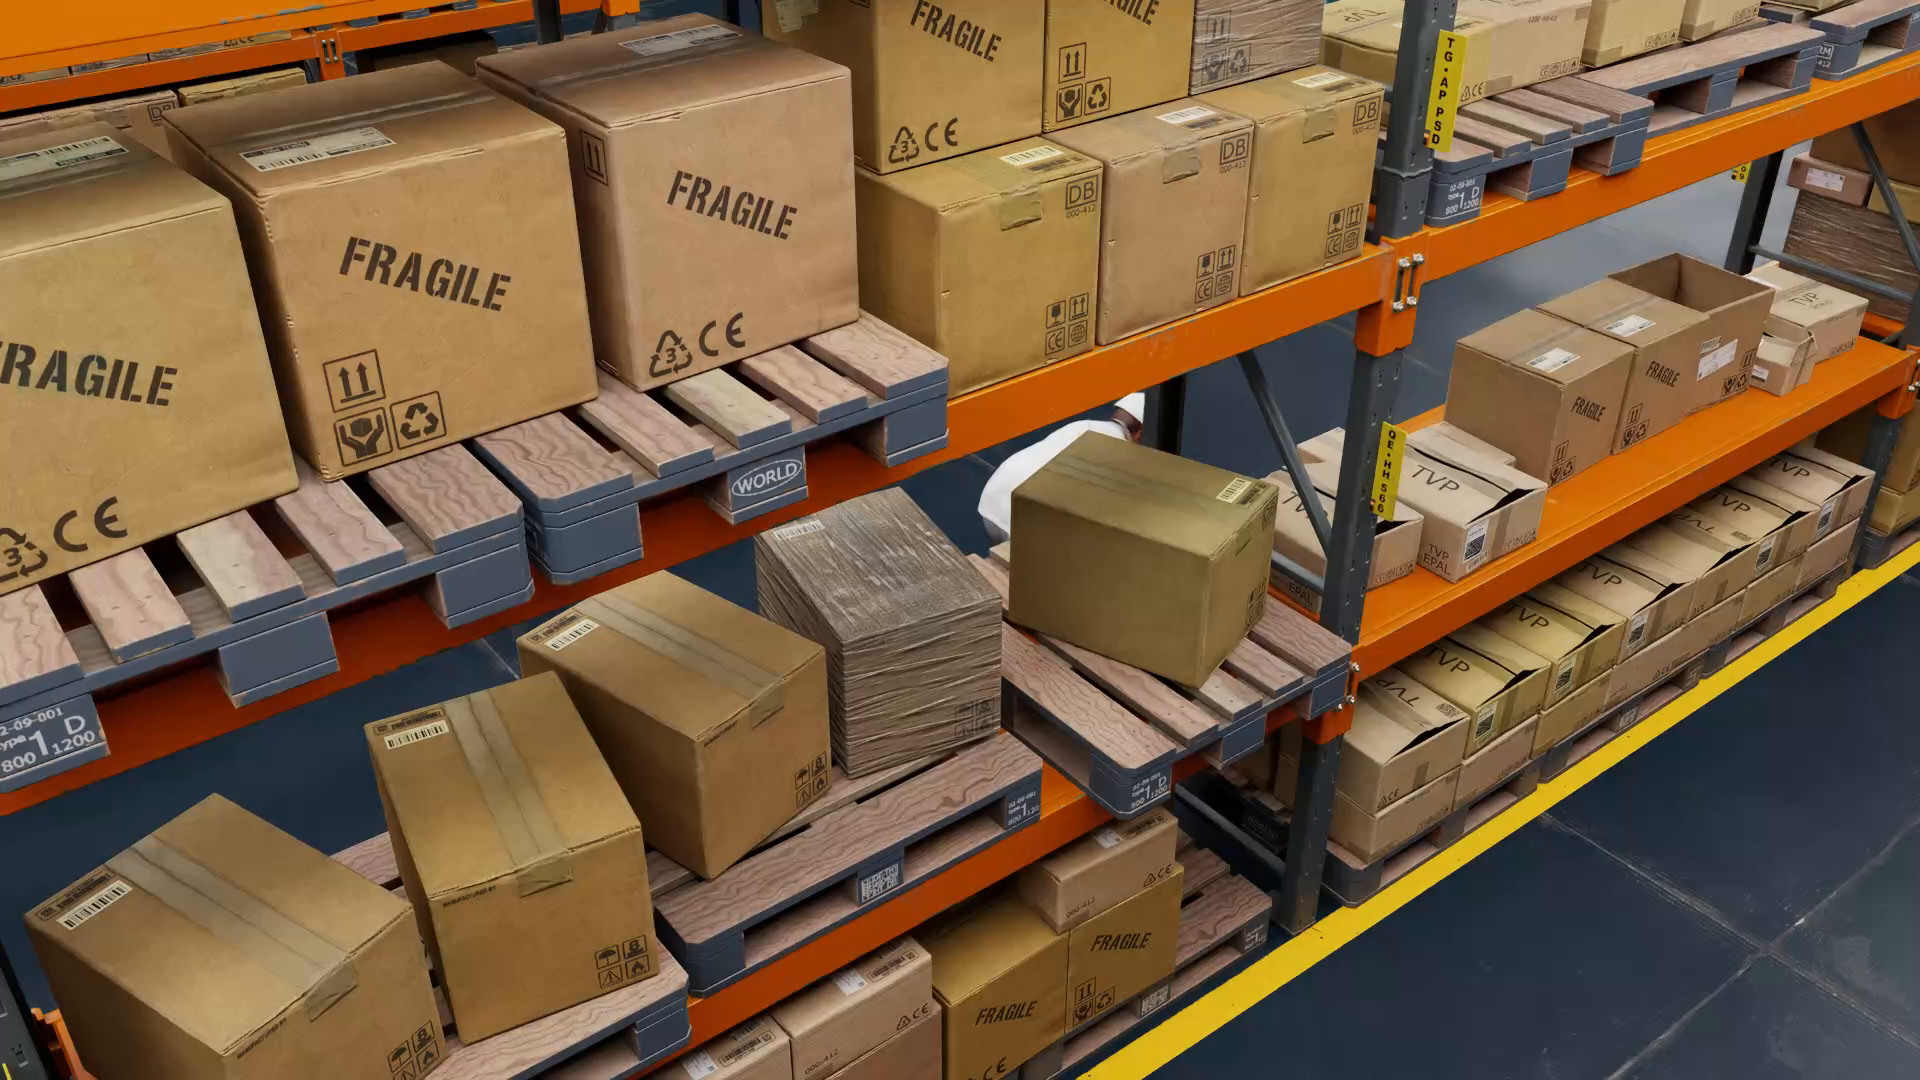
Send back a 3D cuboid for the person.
[{"bbox_3d":[0.529,-0.085,7.648,0.936,1.351,0.474,-23,39,-32],"label":"person"}]
